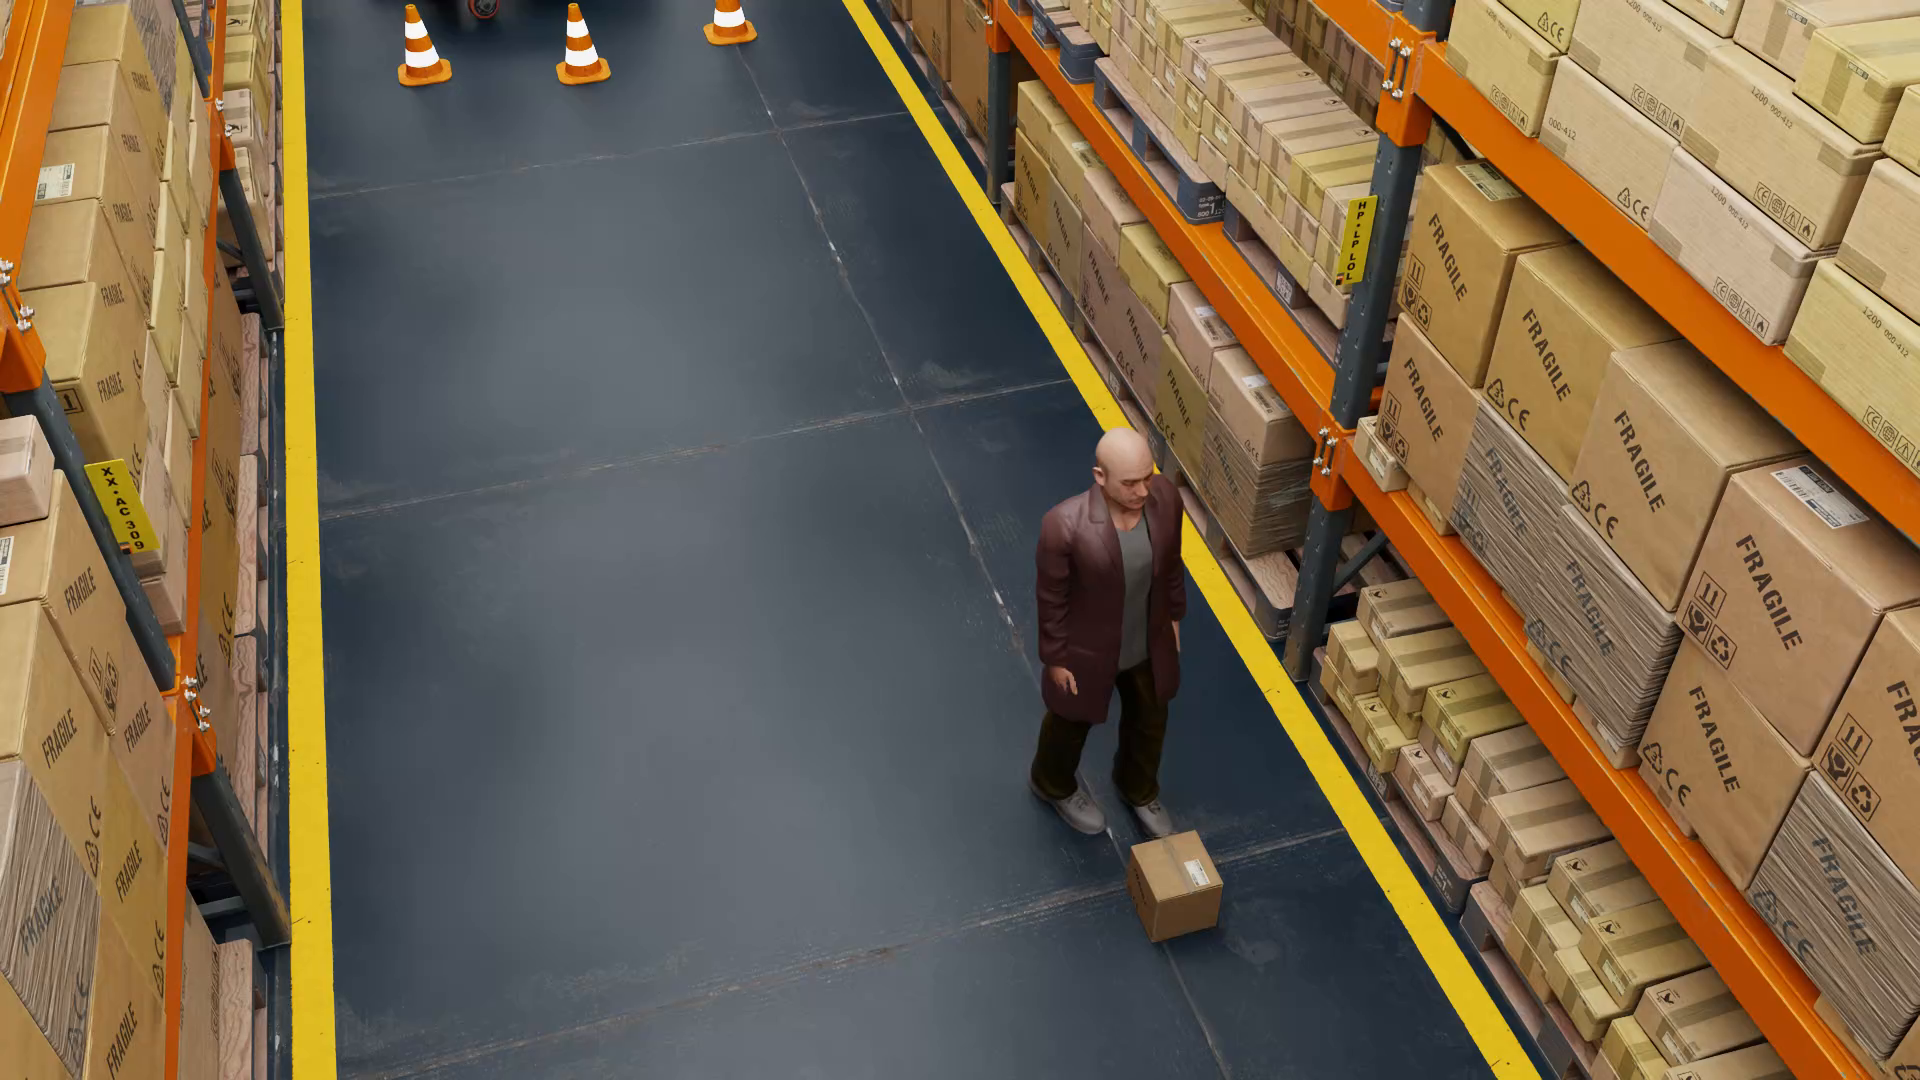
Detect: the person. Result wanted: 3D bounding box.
[{"bbox_3d":[0.557,0.370,5.765,0.579,1.793,0.512,-18,45,-19],"label":"person"}]
